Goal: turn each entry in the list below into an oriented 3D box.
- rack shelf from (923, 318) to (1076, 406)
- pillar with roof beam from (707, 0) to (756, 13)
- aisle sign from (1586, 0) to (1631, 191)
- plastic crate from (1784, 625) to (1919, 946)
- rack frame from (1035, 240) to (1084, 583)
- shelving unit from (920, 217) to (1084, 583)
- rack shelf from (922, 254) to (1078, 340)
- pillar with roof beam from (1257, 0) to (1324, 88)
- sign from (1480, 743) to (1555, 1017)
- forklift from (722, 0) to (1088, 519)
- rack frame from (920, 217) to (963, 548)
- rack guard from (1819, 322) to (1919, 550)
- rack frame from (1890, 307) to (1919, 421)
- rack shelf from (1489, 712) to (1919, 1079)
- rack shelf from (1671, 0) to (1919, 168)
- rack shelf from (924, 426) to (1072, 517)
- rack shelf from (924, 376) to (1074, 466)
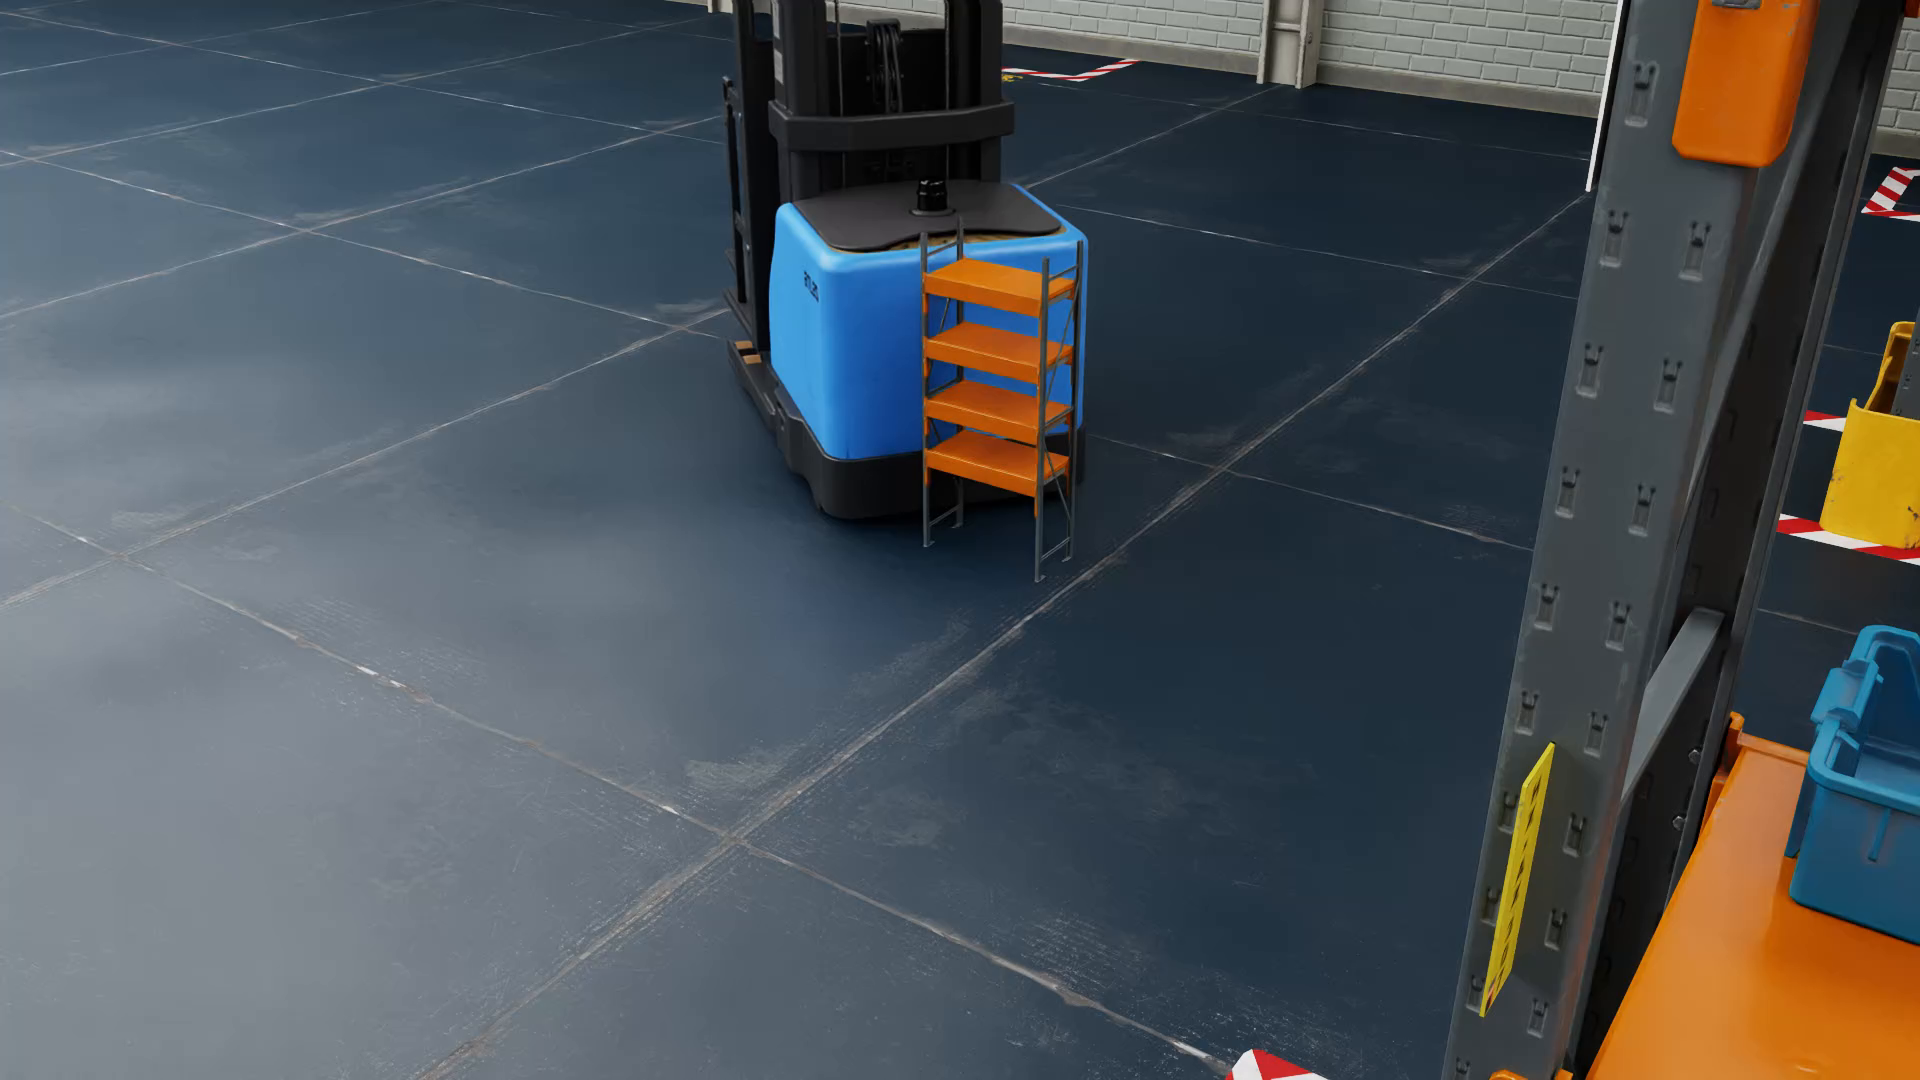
[{"bbox_3d":[0.140,-0.628,5.816,0.480,0.148,0.258,17,32,30],"label":"rack shelf"},{"bbox_3d":[-4.710,-7.687,11.434,0.400,9.000,9.100,17,32,30],"label":"pillar with roof beam"},{"bbox_3d":[0.718,-0.762,1.573,0.004,0.787,0.394,17,32,30],"label":"aisle sign"},{"bbox_3d":[1.525,0.389,2.343,0.616,0.251,0.499,17,32,30],"label":"plastic crate"},{"bbox_3d":[0.341,-0.426,5.764,0.015,1.200,0.240,17,32,30],"label":"rack frame"},{"bbox_3d":[0.140,-0.489,5.887,0.503,1.200,0.258,17,32,30],"label":"shelving unit"},{"bbox_3d":[0.140,-0.839,5.709,0.480,0.148,0.258,17,32,30],"label":"rack shelf"},{"bbox_3d":[0.236,-6.147,8.406,0.400,9.000,9.100,17,32,30],"label":"pillar with roof beam"},{"bbox_3d":[0.628,0.387,1.877,0.005,0.325,0.100,17,32,30],"label":"sign"},{"bbox_3d":[-0.447,-2.033,7.014,1.130,2.935,3.031,-8,28,-16],"label":"forklift"},{"bbox_3d":[-0.062,-0.551,6.010,0.015,1.200,0.240,17,32,30],"label":"rack frame"},{"bbox_3d":[3.731,-0.437,6.558,0.348,0.500,1.175,17,32,30],"label":"rack guard"},{"bbox_3d":[3.751,-1.545,5.979,0.127,3.000,1.000,17,32,30],"label":"rack frame"},{"bbox_3d":[2.592,1.140,1.496,4.000,0.370,1.077,17,32,30],"label":"rack shelf"},{"bbox_3d":[2.592,-0.197,0.815,4.000,0.370,1.077,17,32,30],"label":"rack shelf"},{"bbox_3d":[0.140,-0.252,6.007,0.480,0.148,0.258,17,32,30],"label":"rack shelf"},{"bbox_3d":[0.140,-0.429,5.917,0.480,0.148,0.258,17,32,30],"label":"rack shelf"}]
